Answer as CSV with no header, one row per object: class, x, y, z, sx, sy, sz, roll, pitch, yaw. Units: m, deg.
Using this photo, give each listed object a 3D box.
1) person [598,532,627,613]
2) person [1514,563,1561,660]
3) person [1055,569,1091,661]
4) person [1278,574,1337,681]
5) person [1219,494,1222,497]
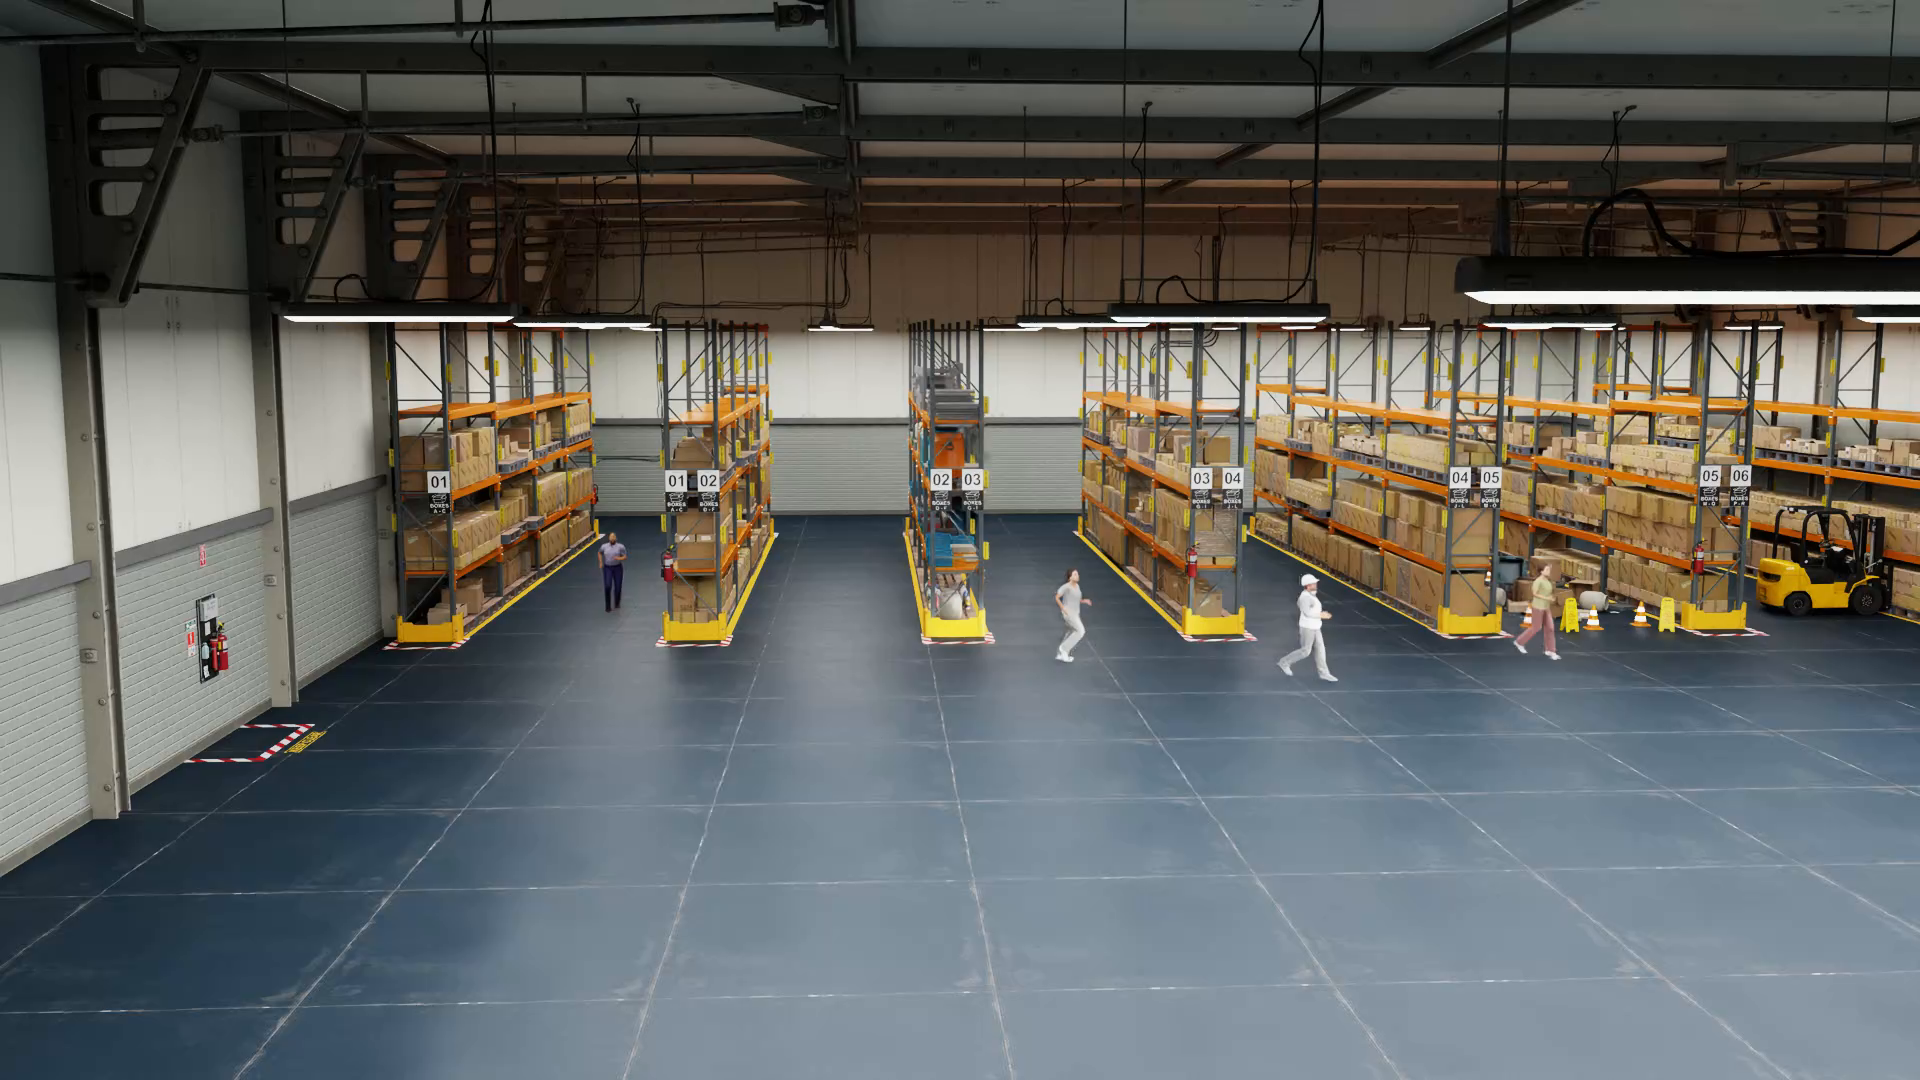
person,-7.182,0.679,34.416,0.577,1.681,0.706,-2,7,-14
person,10.303,1.247,29.573,0.851,1.701,0.591,7,10,44
person,1.991,1.312,29.128,0.608,1.633,0.546,4,8,28
person,5.754,1.444,27.429,0.970,1.774,0.662,3,8,22
person,6.804,-0.391,42.938,0.616,1.673,0.537,0,7,-2
